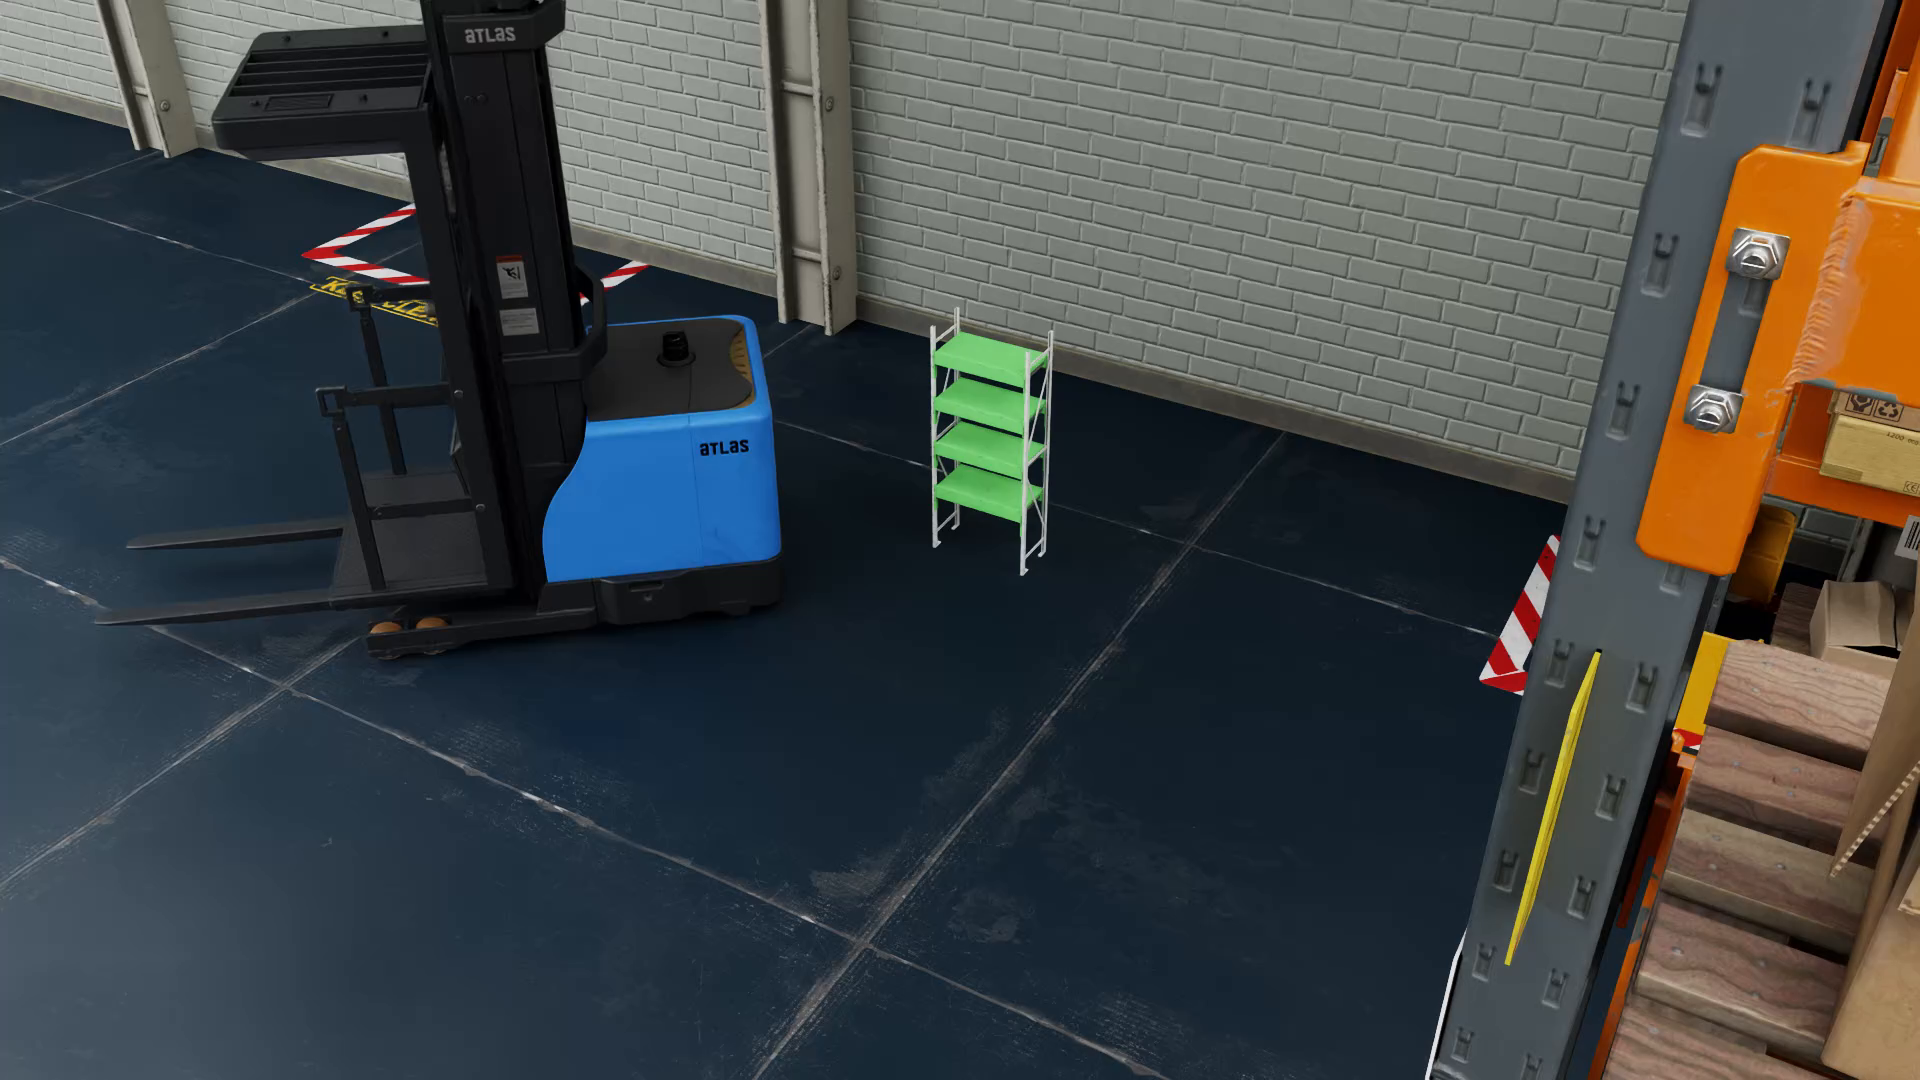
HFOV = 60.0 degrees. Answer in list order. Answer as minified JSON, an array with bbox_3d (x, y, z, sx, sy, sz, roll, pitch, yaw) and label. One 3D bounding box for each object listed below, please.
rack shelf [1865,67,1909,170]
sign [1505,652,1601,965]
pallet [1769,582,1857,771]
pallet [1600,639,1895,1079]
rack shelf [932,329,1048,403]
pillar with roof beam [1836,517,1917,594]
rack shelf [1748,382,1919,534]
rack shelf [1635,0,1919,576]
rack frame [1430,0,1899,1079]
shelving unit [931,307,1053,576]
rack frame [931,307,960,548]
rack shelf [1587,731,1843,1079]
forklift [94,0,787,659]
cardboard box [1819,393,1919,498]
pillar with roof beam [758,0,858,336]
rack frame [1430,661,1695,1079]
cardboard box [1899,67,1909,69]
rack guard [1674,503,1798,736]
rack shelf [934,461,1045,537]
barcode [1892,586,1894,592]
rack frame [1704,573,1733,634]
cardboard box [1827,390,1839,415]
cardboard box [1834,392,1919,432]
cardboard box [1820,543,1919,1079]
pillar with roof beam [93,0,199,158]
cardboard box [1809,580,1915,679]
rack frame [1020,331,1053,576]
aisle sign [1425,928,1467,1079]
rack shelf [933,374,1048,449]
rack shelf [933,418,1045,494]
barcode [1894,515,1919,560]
[{"bbox_3d":[5.035,-1.143,5.203,4.000,0.370,1.077,18,37,24],"label":"rack shelf"},{"bbox_3d":[0.563,0.261,1.585,0.005,0.325,0.100,18,37,24],"label":"sign"},{"bbox_3d":[4.052,0.678,7.041,1.213,0.211,1.003,18,37,24],"label":"pallet"},{"bbox_3d":[1.445,0.636,1.962,1.213,0.211,1.003,18,37,24],"label":"pallet"},{"bbox_3d":[0.144,-0.800,7.618,0.480,0.148,0.258,18,37,24],"label":"rack shelf"},{"bbox_3d":[2.200,-1.393,2.223,0.400,9.000,9.100,18,37,24],"label":"pillar with roof beam"},{"bbox_3d":[5.035,0.106,6.034,4.000,0.370,1.077,18,37,24],"label":"rack shelf"},{"bbox_3d":[2.580,0.160,0.901,4.000,0.370,1.077,18,37,24],"label":"rack shelf"},{"bbox_3d":[0.844,-0.856,1.416,0.127,3.000,1.000,18,37,24],"label":"rack frame"},{"bbox_3d":[0.144,-0.454,7.849,0.503,1.200,0.258,18,37,24],"label":"shelving unit"},{"bbox_3d":[-0.068,-0.521,7.950,0.015,1.200,0.240,18,37,24],"label":"rack frame"},{"bbox_3d":[2.580,1.242,1.621,4.000,0.370,1.077,18,37,24],"label":"rack shelf"},{"bbox_3d":[-2.374,-1.003,7.113,3.031,2.935,1.130,-6,34,-9],"label":"forklift"},{"bbox_3d":[3.565,-0.403,6.266,0.500,0.250,0.500,16,37,23],"label":"cardboard box"},{"bbox_3d":[-3.010,-3.043,4.701,0.400,9.000,9.100,18,37,24],"label":"pillar with roof beam"},{"bbox_3d":[0.844,1.641,3.079,0.127,3.000,1.000,18,37,24],"label":"rack frame"},{"bbox_3d":[3.465,-1.830,5.477,0.500,0.500,0.500,19,38,26],"label":"cardboard box"},{"bbox_3d":[3.365,0.318,7.322,0.348,0.500,1.175,18,37,24],"label":"rack guard"},{"bbox_3d":[0.144,-0.201,8.018,0.480,0.148,0.258,18,37,24],"label":"rack shelf"},{"bbox_3d":[4.069,0.235,7.212,0.075,0.075,0.001,18,37,24],"label":"barcode"},{"bbox_3d":[3.299,-0.744,6.661,0.127,3.000,1.000,18,37,24],"label":"rack frame"},{"bbox_3d":[3.801,-0.654,6.644,0.500,0.250,0.500,18,38,25],"label":"cardboard box"},{"bbox_3d":[3.564,-0.726,6.074,0.500,0.500,0.500,18,38,24],"label":"cardboard box"},{"bbox_3d":[1.341,0.277,1.824,0.637,0.503,0.797,20,39,28],"label":"cardboard box"},{"bbox_3d":[-8.219,-4.693,7.179,0.400,9.000,9.100,18,37,24],"label":"pillar with roof beam"},{"bbox_3d":[3.855,0.426,6.933,0.500,0.311,0.500,13,36,19],"label":"cardboard box"},{"bbox_3d":[0.356,-0.387,7.748,0.015,1.200,0.240,18,37,24],"label":"rack frame"},{"bbox_3d":[0.635,0.688,2.164,0.004,0.787,0.394,18,37,24],"label":"aisle sign"},{"bbox_3d":[0.144,-0.600,7.751,0.480,0.148,0.258,18,37,24],"label":"rack shelf"},{"bbox_3d":[0.144,-0.401,7.885,0.480,0.148,0.258,18,37,24],"label":"rack shelf"},{"bbox_3d":[1.345,0.002,2.311,0.075,0.075,0.001,18,37,24],"label":"barcode"}]
